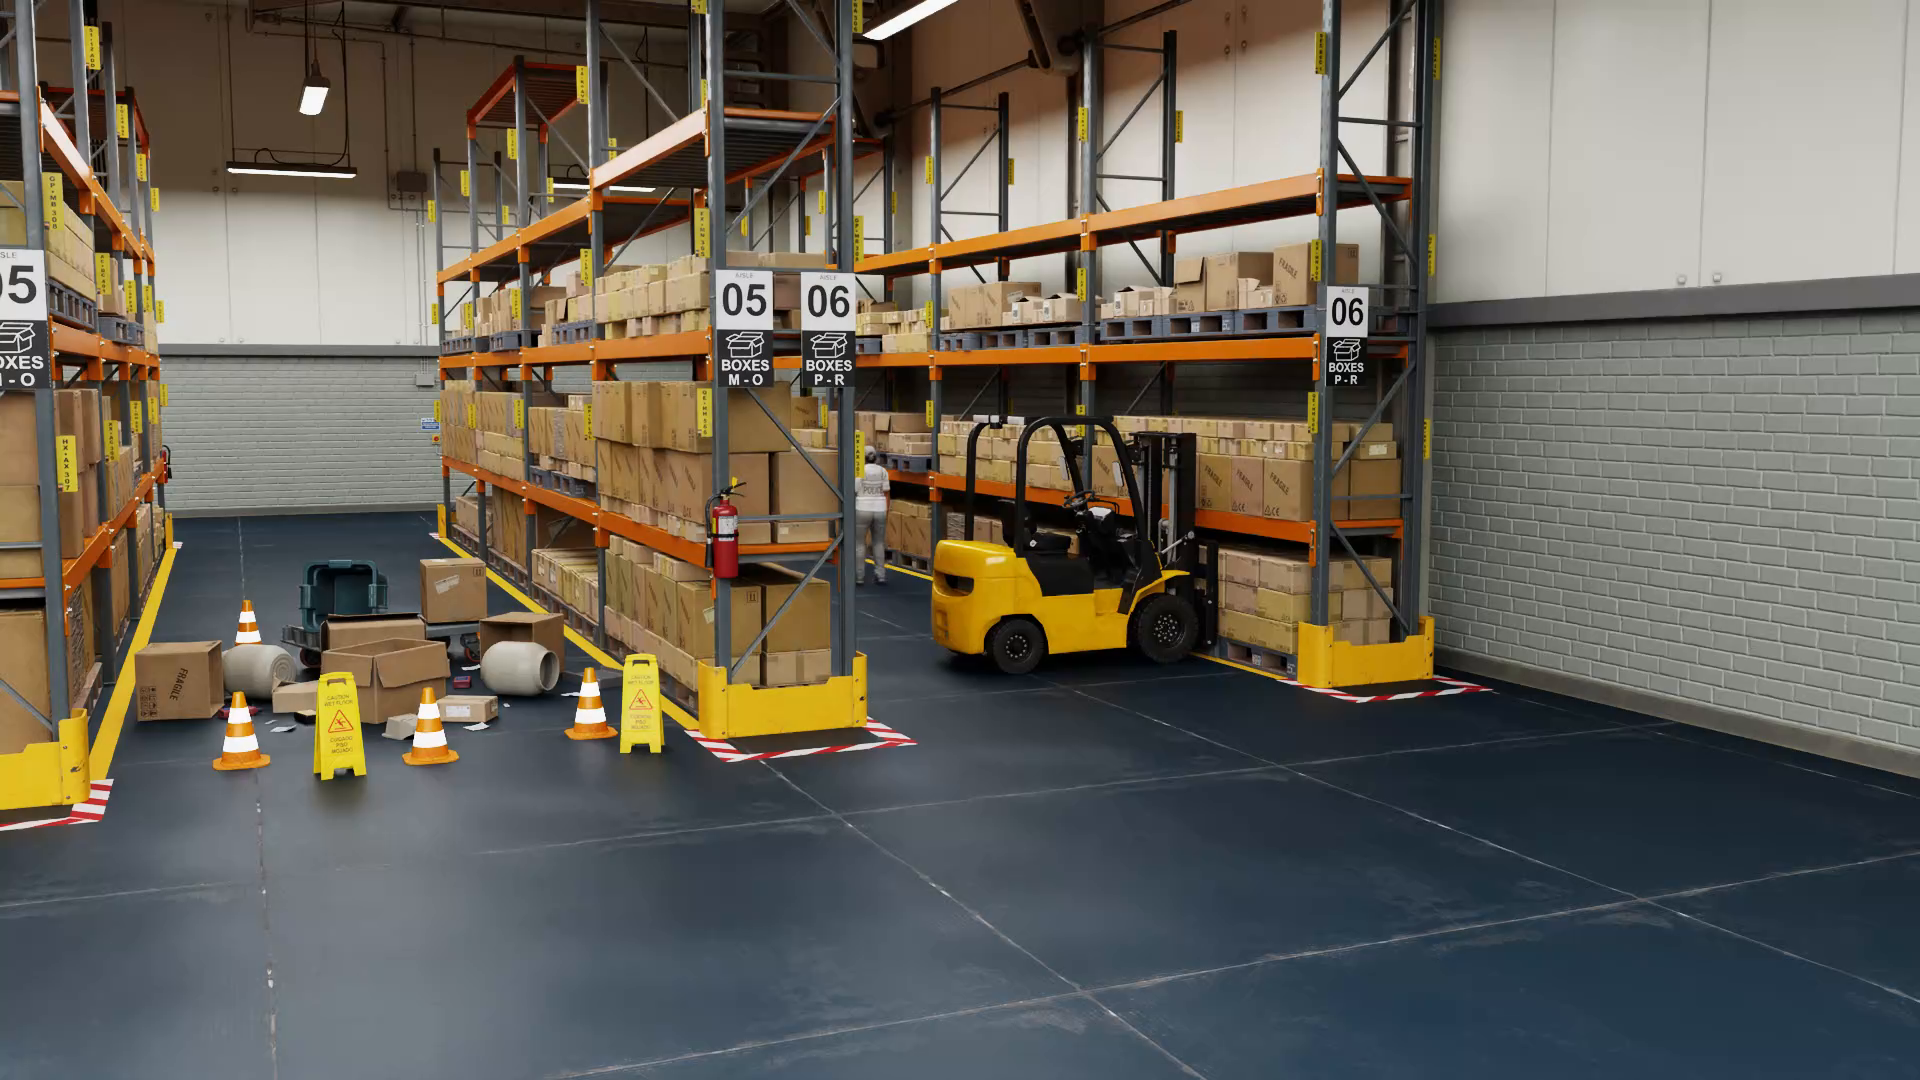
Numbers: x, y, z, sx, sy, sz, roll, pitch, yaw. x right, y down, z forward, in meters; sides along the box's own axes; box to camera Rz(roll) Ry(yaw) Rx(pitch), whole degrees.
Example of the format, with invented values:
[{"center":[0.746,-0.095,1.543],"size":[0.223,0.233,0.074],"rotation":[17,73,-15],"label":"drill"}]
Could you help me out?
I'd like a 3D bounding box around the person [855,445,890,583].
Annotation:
[{"center":[-1.112,-0.292,19.968],"size":[0.495,1.691,0.466],"rotation":[-3,6,-30],"label":"person"}]
